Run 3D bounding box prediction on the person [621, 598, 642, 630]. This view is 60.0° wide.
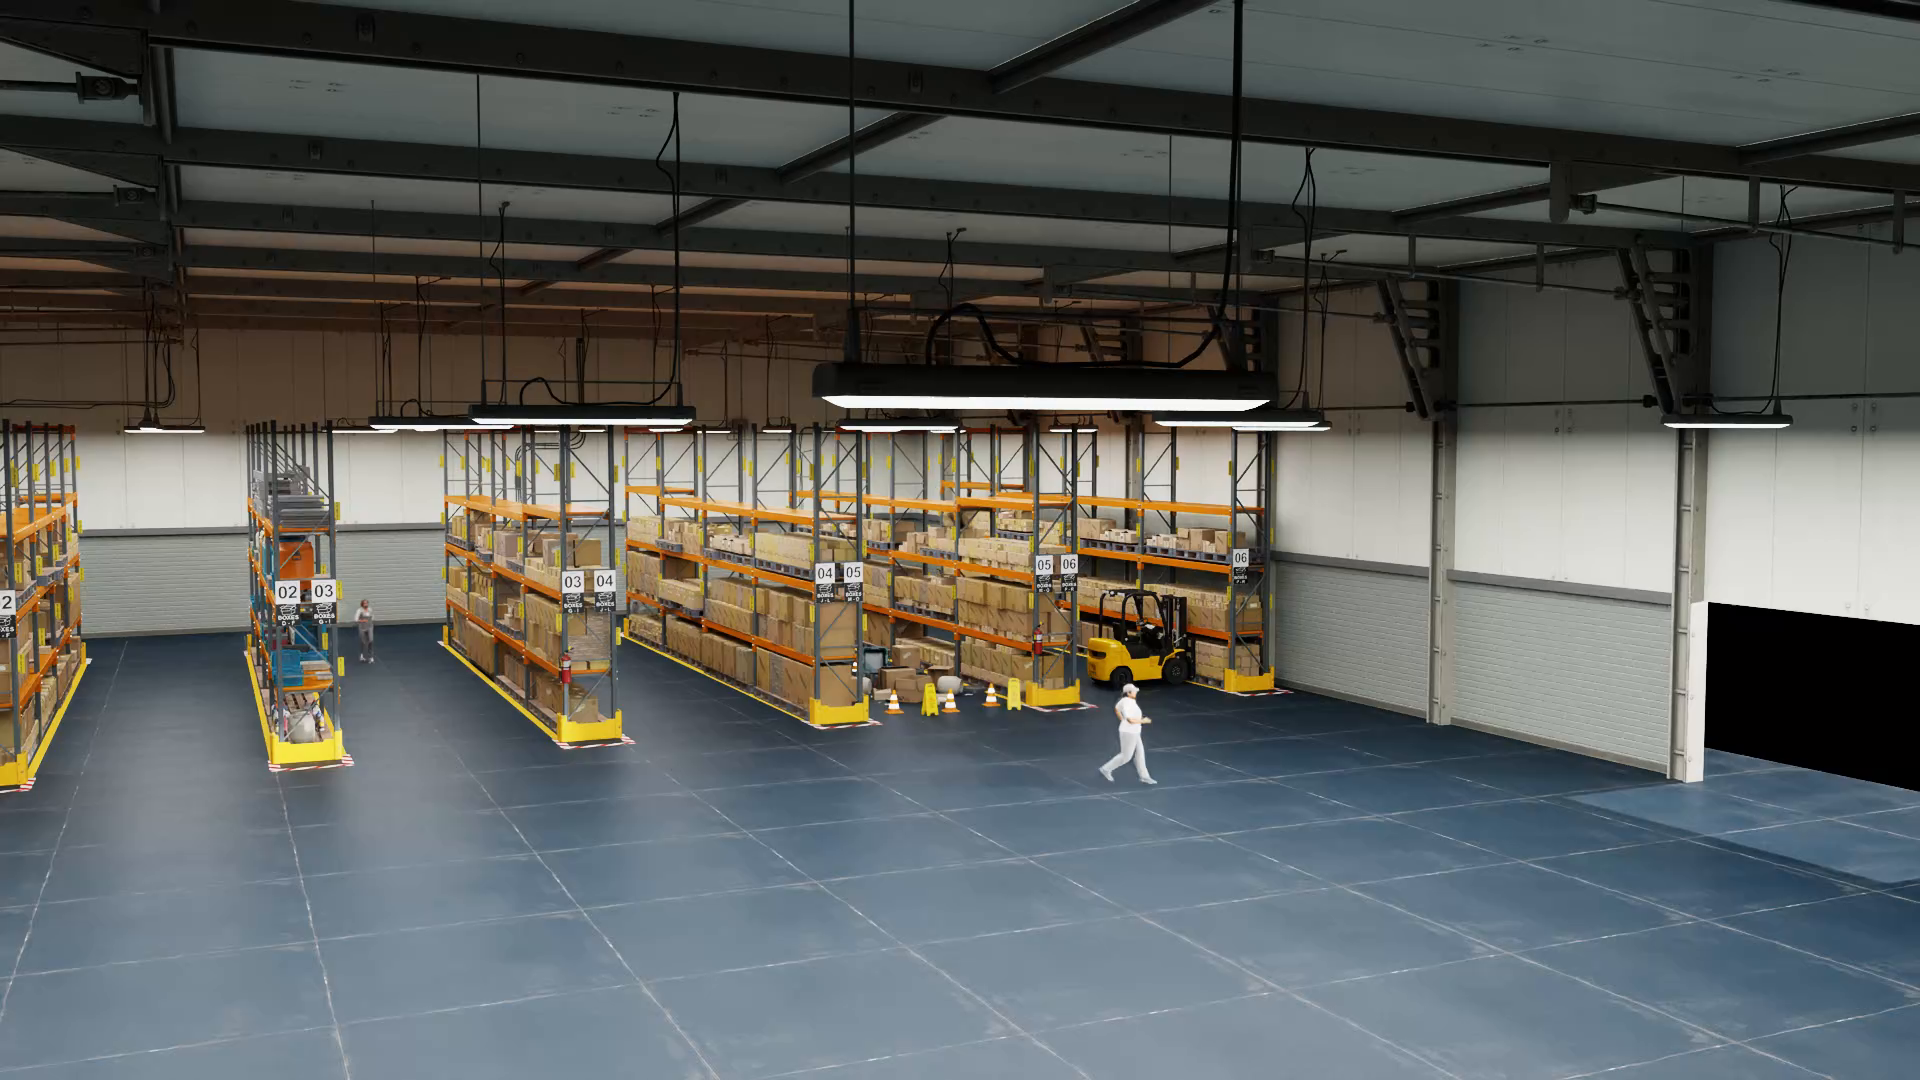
[{"bbox_3d":[-9.616,1.818,49.020,0.746,1.688,0.881,-1,4,-20],"label":"person"}]

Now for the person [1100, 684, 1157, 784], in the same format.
[{"bbox_3d":[2.765,3.174,27.191,0.933,1.662,0.606,0,4,6],"label":"person"}]

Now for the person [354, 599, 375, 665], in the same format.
[{"bbox_3d":[-15.008,2.303,41.907,0.529,1.621,0.749,-3,4,-36],"label":"person"}]
